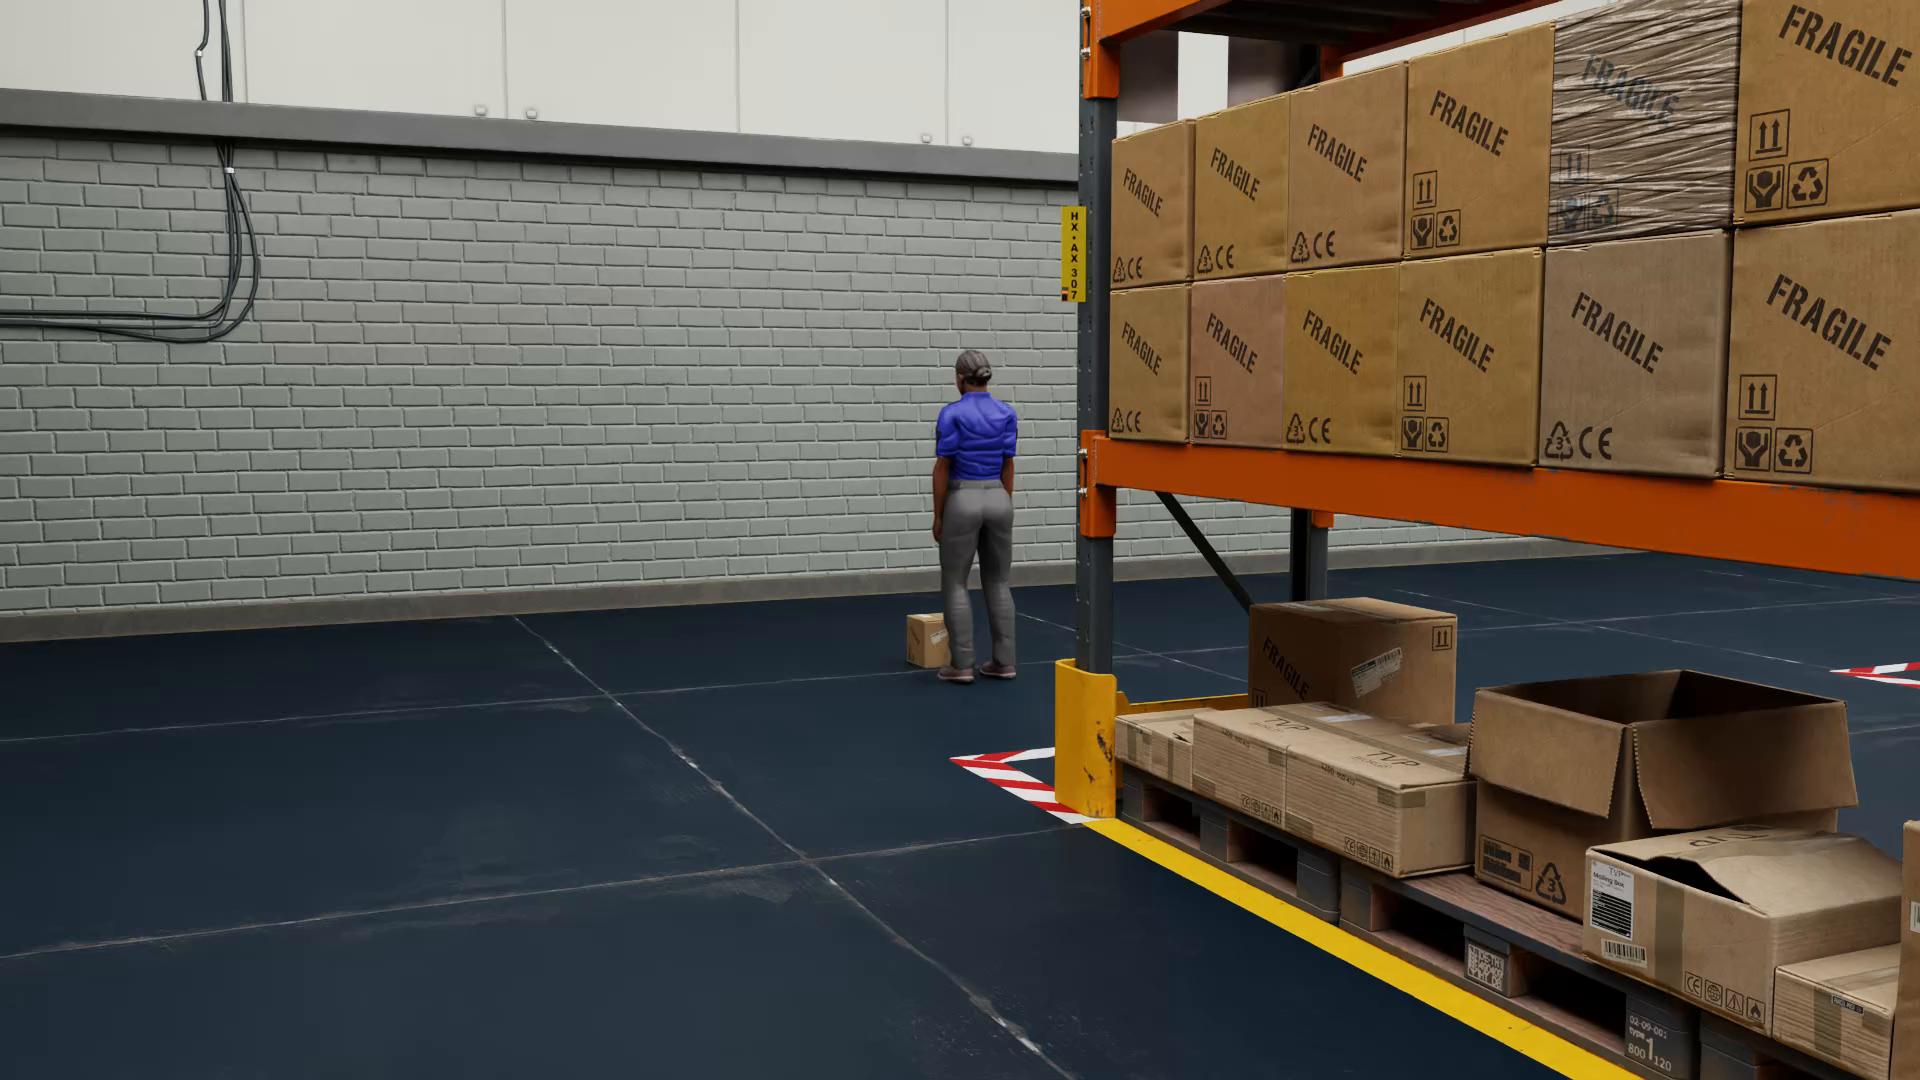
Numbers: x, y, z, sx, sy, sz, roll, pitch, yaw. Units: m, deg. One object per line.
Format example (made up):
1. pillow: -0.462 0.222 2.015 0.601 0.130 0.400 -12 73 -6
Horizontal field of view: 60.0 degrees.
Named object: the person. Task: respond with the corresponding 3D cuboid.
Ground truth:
1. person: 0.064 -0.119 8.319 0.438 1.656 0.303 -2 6 -23
